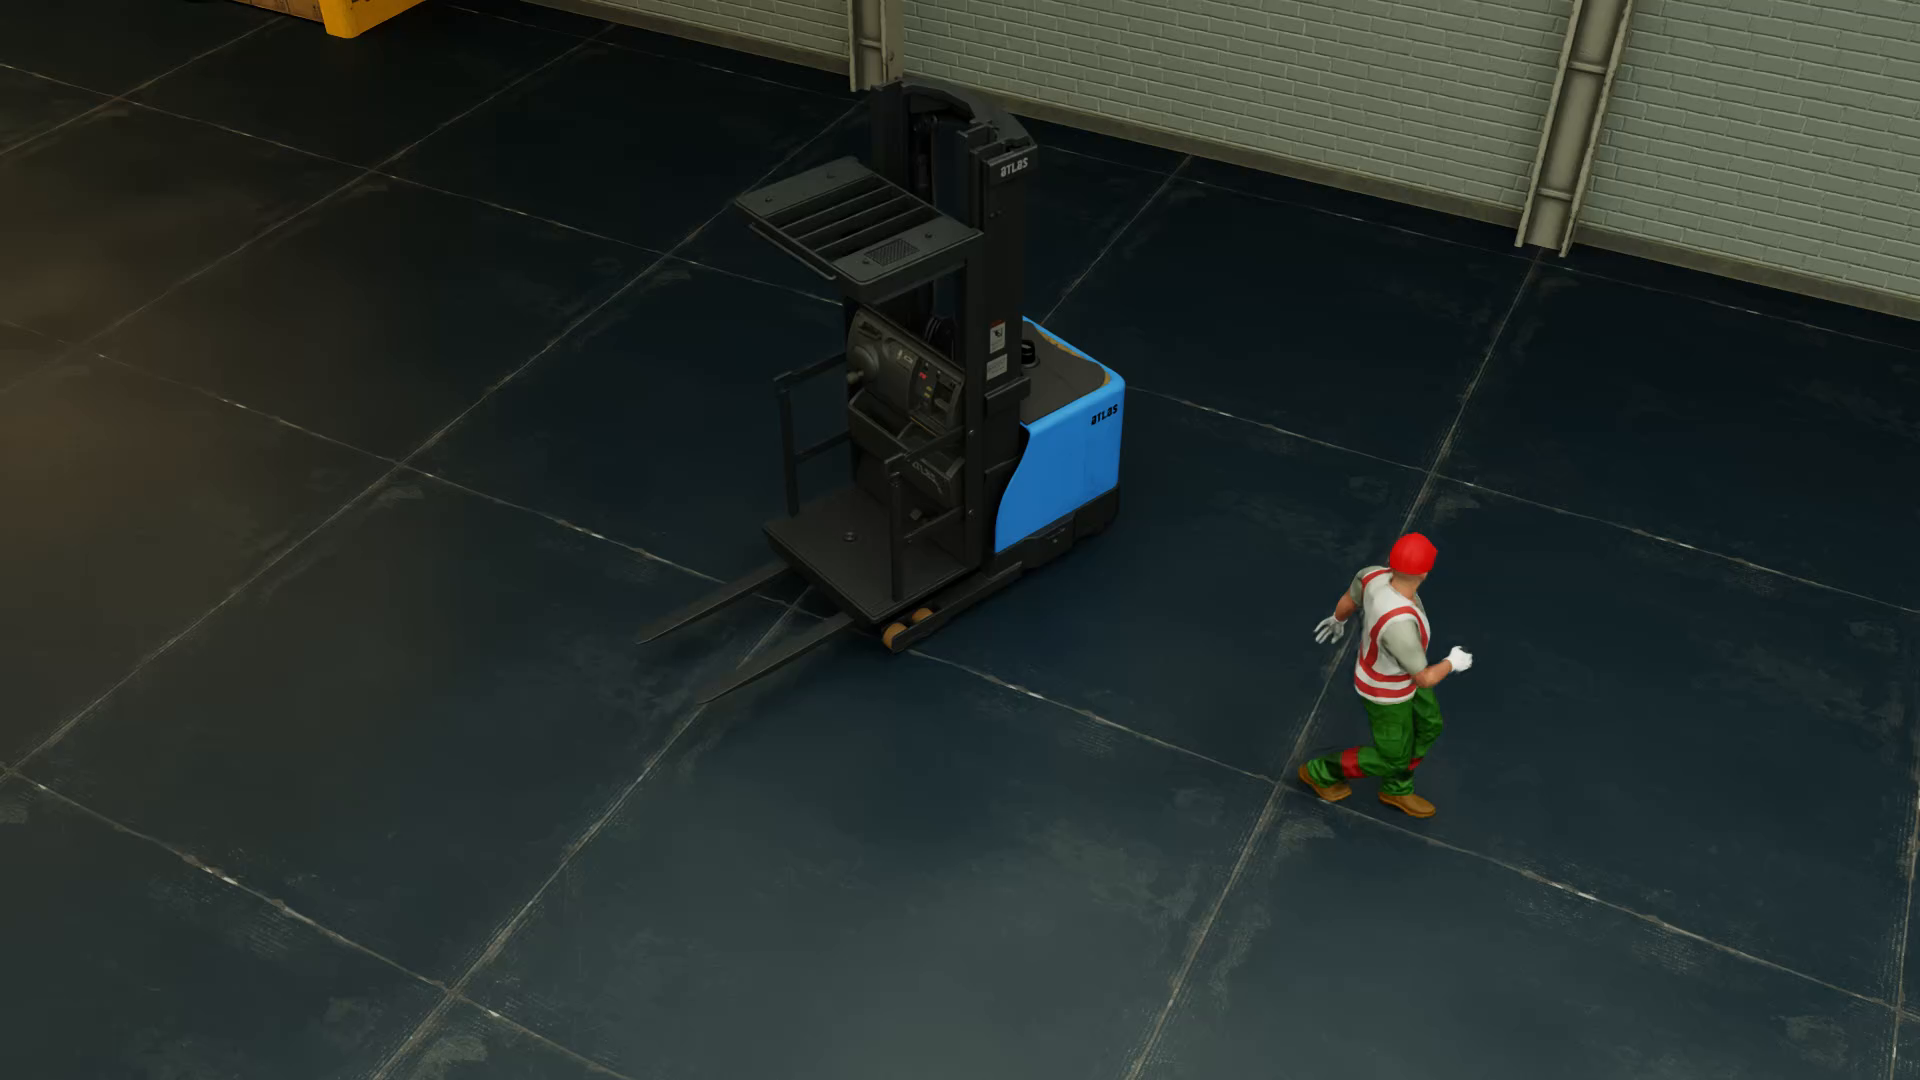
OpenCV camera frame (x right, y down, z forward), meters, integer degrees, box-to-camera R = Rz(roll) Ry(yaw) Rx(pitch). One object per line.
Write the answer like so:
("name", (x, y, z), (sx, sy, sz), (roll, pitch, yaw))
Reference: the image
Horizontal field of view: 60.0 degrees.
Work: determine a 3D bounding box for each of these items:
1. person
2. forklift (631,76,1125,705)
("person", (2.099, 0.654, 8.171), (0.782, 1.706, 0.628), (12, 42, 14))
("forklift", (-0.465, -0.867, 9.016), (3.031, 2.935, 1.130), (-29, 48, -30))
